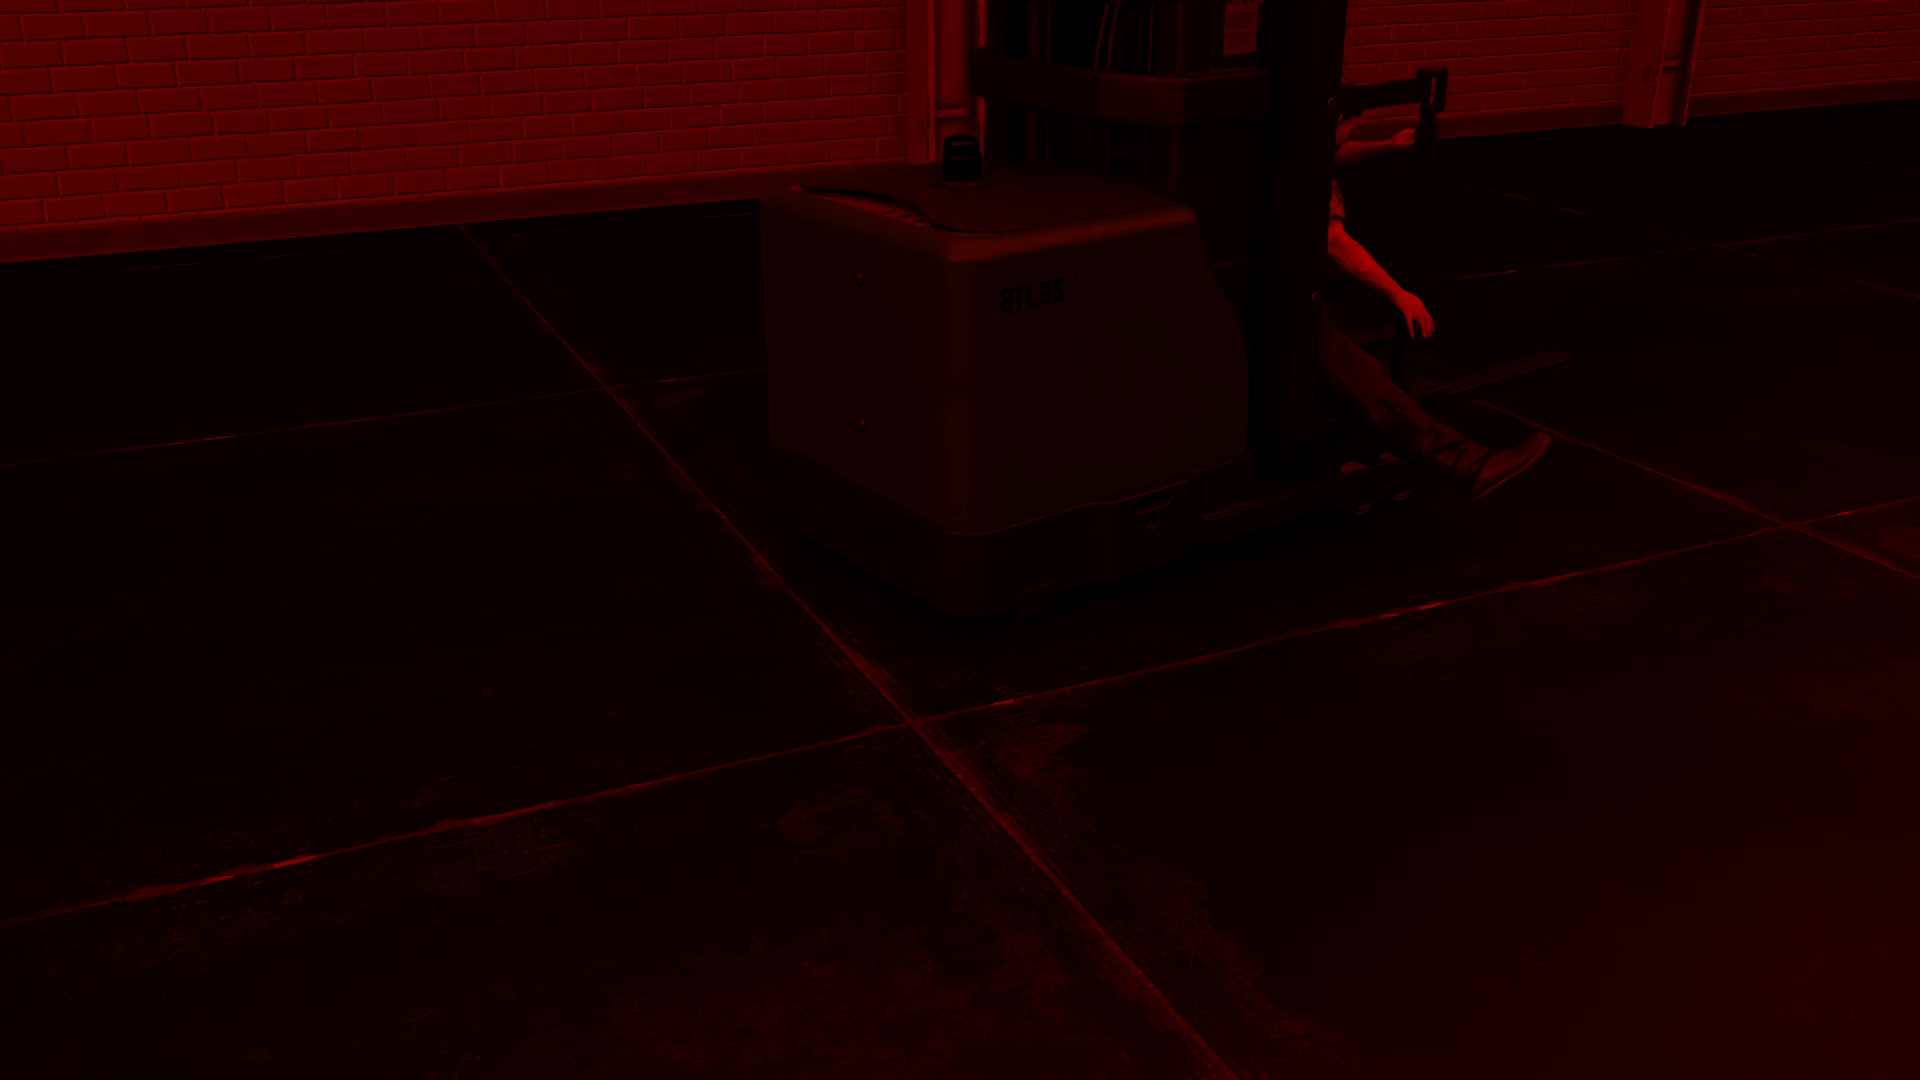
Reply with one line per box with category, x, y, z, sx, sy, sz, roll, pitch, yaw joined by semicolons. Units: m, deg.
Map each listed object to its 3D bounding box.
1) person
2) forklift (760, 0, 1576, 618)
person;1.208;-0.835;5.228;1.127;1.211;1.010;0;23;1
forklift;0.887;-1.579;5.088;3.031;2.935;1.130;-17;28;-34
